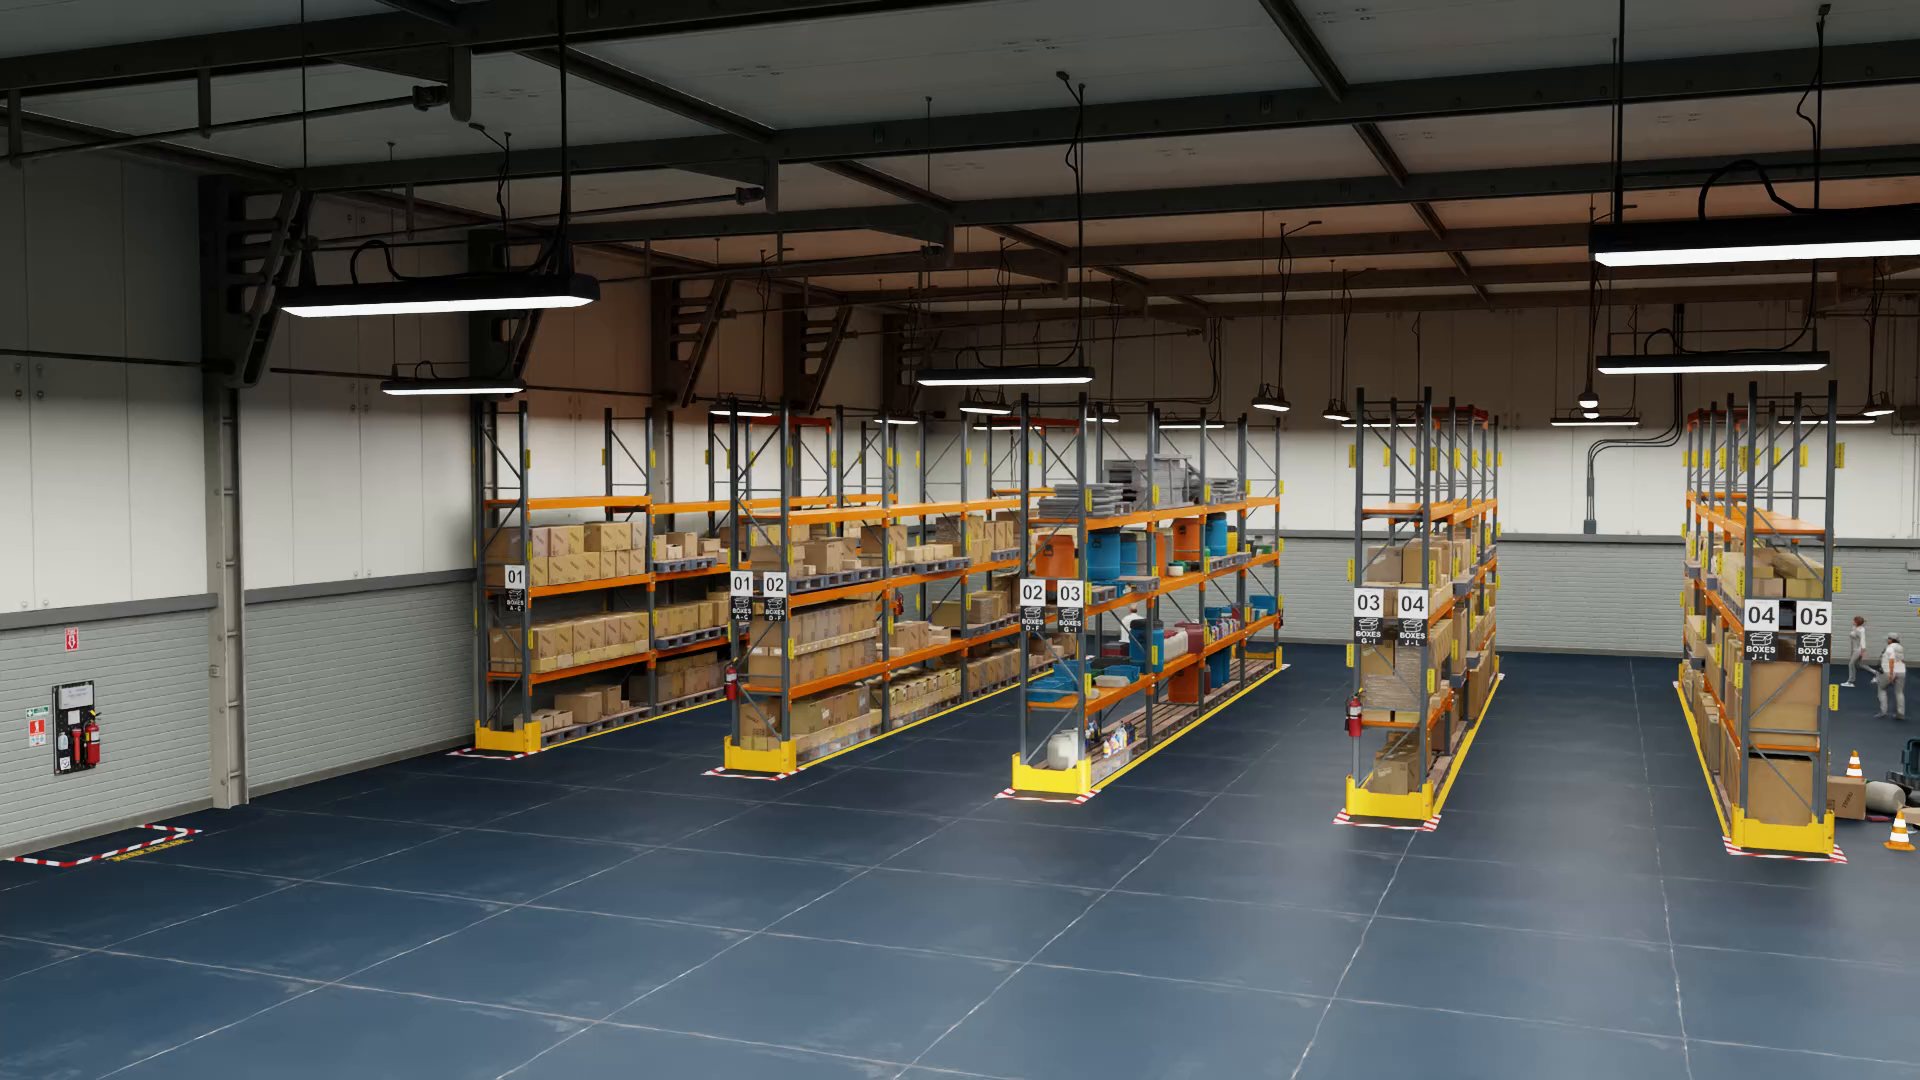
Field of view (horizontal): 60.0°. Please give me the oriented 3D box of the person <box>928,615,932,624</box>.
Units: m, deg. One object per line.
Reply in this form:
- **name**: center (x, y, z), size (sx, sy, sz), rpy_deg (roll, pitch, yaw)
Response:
- **person**: center (-0.541, 2.283, 39.216), size (0.480, 1.588, 1.051), rpy_deg (1, 3, 19)

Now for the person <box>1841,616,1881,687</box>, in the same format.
- **person**: center (19.755, 2.433, 36.433), size (0.819, 1.564, 0.420), rpy_deg (1, 3, 17)

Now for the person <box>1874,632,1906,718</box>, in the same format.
- **person**: center (18.035, 2.638, 32.100), size (0.501, 1.702, 0.586), rpy_deg (0, 3, -3)

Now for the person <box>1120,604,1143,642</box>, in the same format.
- **person**: center (3.847, 2.312, 36.985), size (0.638, 1.779, 0.539), rpy_deg (-1, 3, -19)
